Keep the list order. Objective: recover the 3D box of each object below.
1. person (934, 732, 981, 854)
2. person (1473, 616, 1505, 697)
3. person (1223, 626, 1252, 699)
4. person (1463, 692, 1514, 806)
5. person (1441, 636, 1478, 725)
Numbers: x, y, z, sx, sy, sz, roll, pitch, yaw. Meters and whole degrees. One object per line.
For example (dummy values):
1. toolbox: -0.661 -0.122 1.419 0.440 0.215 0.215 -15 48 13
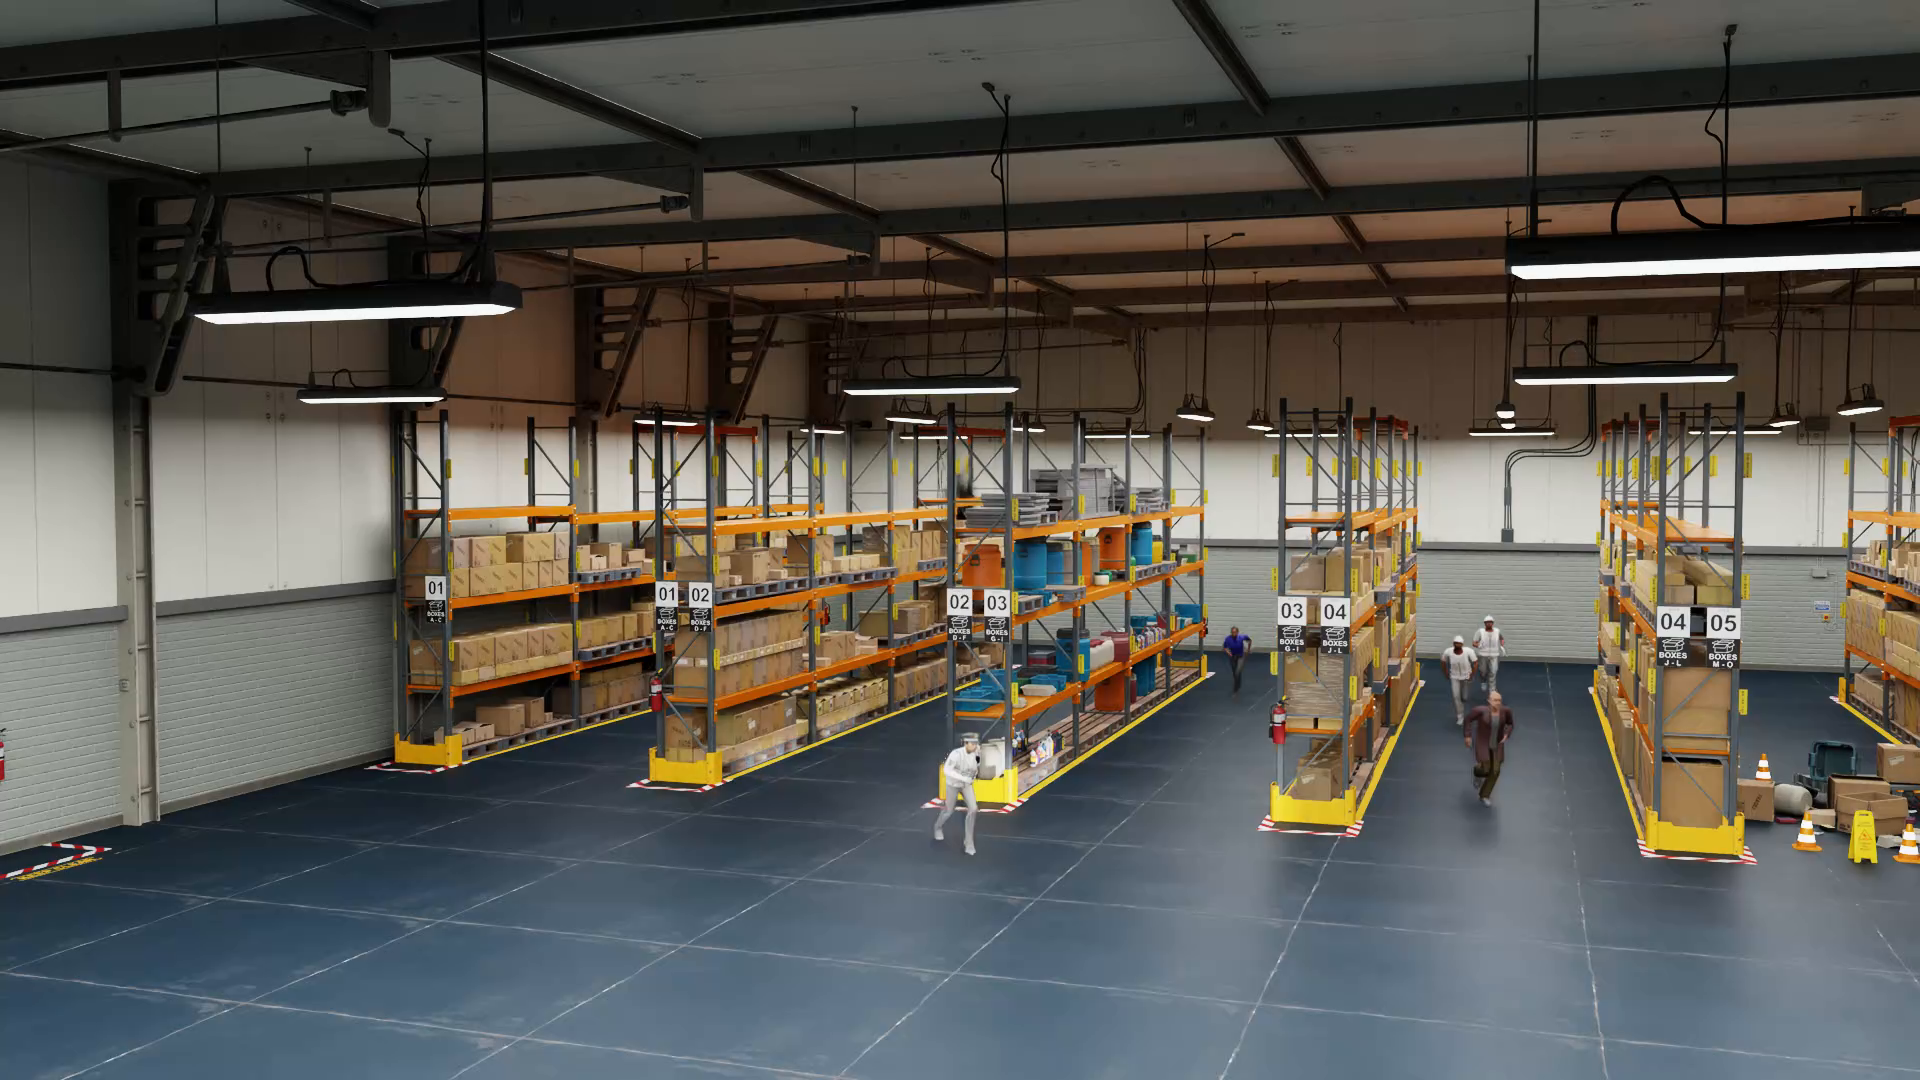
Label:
1. person: -0.035 3.296 21.944 0.658 1.624 0.961 -2 3 -34
2. person: 11.544 2.533 36.284 0.690 1.760 1.026 0 2 11
3. person: 6.118 2.671 36.637 0.615 1.617 0.965 1 3 16
4. person: 7.905 3.099 24.875 0.700 1.710 0.793 0 2 -7
5. person: 9.879 2.748 32.897 0.700 1.752 0.989 1 3 16
